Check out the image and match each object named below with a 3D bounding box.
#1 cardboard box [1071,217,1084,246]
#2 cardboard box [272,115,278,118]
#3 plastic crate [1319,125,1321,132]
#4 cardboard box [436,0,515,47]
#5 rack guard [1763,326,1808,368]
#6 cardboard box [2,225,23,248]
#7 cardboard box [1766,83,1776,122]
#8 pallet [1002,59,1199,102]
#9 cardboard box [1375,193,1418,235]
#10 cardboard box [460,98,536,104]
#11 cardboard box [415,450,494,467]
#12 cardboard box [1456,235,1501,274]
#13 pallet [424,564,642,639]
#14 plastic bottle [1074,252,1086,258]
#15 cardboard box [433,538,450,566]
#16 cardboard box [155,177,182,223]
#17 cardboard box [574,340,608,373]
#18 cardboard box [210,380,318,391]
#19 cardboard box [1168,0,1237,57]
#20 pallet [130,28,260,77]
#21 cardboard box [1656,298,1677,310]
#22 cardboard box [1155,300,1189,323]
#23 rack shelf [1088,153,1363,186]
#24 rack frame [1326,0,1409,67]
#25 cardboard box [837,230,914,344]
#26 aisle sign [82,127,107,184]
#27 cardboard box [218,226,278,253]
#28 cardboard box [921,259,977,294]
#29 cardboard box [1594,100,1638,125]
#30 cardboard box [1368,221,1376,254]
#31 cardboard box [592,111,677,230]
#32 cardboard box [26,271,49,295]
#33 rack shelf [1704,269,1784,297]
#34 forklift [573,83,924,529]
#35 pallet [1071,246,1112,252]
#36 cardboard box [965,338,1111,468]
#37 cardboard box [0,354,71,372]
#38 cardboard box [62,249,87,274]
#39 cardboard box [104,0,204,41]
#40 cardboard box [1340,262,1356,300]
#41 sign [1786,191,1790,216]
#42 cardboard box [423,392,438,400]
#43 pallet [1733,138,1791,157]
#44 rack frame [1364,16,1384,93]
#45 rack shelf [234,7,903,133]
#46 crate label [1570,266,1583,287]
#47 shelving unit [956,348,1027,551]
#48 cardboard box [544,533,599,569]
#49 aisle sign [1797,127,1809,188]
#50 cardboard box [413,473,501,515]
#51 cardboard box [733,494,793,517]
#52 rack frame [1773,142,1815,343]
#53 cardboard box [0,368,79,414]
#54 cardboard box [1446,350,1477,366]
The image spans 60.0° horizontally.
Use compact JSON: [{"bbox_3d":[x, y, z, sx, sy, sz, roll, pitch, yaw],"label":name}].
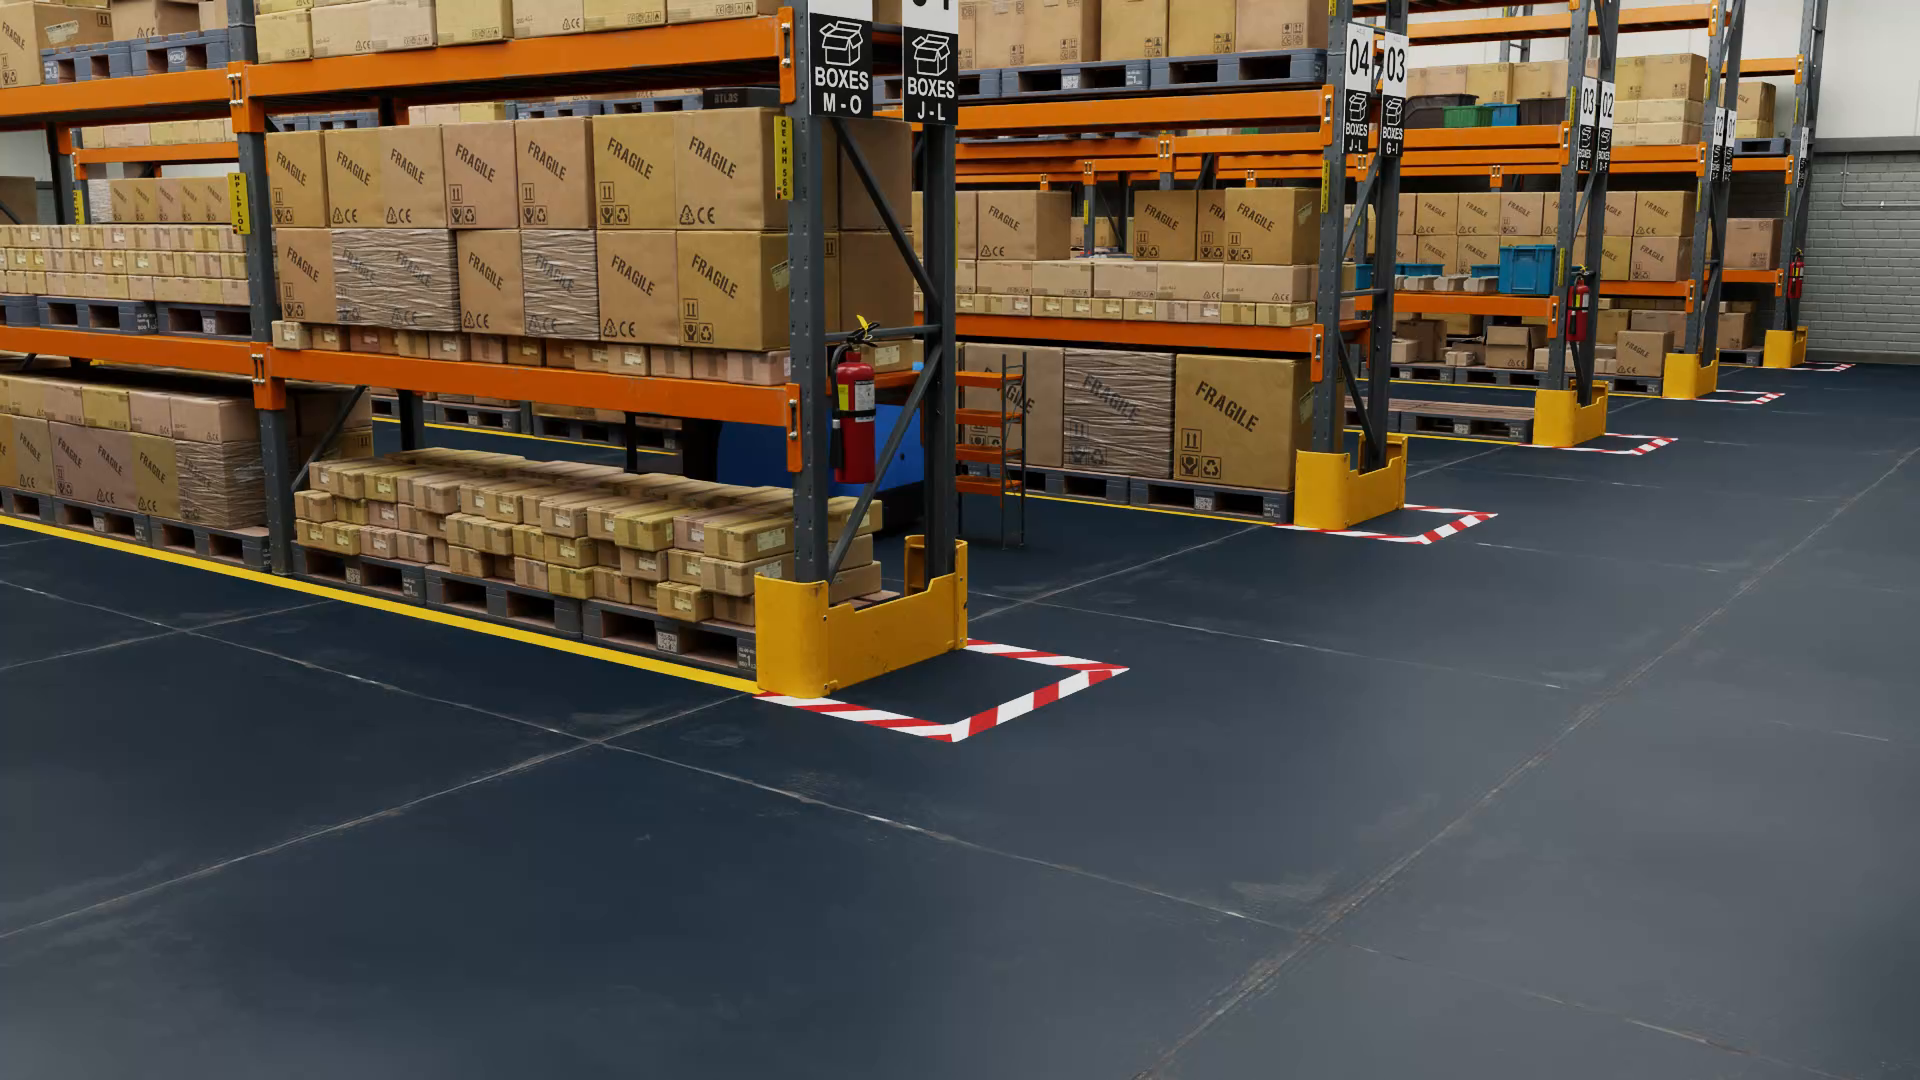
[{"bbox_3d":[2.169,-5.468,29.476,0.500,0.500,0.700,8,14,36],"label":"cardboard box"},{"bbox_3d":[-7.450,-4.578,17.742,0.250,0.149,0.380,8,14,37],"label":"cardboard box"},{"bbox_3d":[3.613,-4.108,16.663,0.466,0.136,0.293,8,13,36],"label":"plastic crate"},{"bbox_3d":[-2.133,-2.474,7.918,0.500,0.250,0.500,9,14,38],"label":"cardboard box"},{"bbox_3d":[11.470,-2.686,23.099,0.348,0.500,1.175,8,13,36],"label":"rack guard"},{"bbox_3d":[-6.139,-2.028,11.105,0.250,0.149,0.380,8,13,35],"label":"cardboard box"},{"bbox_3d":[11.005,-6.058,23.100,0.500,0.500,0.500,7,13,33],"label":"cardboard box"},{"bbox_3d":[1.063,-3.289,11.972,1.213,0.211,1.003,8,13,36],"label":"pallet"},{"bbox_3d":[5.511,-4.051,20.677,0.500,0.500,0.500,8,14,37],"label":"cardboard box"},{"bbox_3d":[-4.326,-4.323,15.503,0.500,0.500,0.500,8,14,37],"label":"cardboard box"},{"bbox_3d":[-2.916,-0.419,9.632,0.250,0.149,0.380,8,14,36],"label":"cardboard box"},{"bbox_3d":[6.364,-3.444,20.170,0.500,0.500,0.500,8,13,35],"label":"cardboard box"},{"bbox_3d":[-2.037,0.233,8.769,1.213,0.211,1.003,8,13,36],"label":"pallet"},{"bbox_3d":[1.279,-2.899,17.748,0.185,0.351,0.144,8,13,36],"label":"plastic bottle"},{"bbox_3d":[-2.566,0.036,8.846,0.250,0.149,0.380,7,13,33],"label":"cardboard box"},{"bbox_3d":[-8.750,-3.854,18.876,0.500,0.500,0.500,8,13,36],"label":"cardboard box"},{"bbox_3d":[-1.596,-0.882,7.855,0.250,0.149,0.380,7,13,33],"label":"cardboard box"},{"bbox_3d":[-4.456,-0.873,10.647,0.500,0.250,0.500,8,14,37],"label":"cardboard box"},{"bbox_3d":[1.822,-3.550,11.455,0.500,0.500,0.700,7,13,33],"label":"cardboard box"},{"bbox_3d":[-4.021,-2.809,9.751,1.003,0.211,1.213,8,13,36],"label":"pallet"},{"bbox_3d":[10.231,-3.407,24.012,0.250,0.149,0.380,8,14,36],"label":"cardboard box"},{"bbox_3d":[1.559,-1.593,11.530,0.250,0.149,0.380,8,14,37],"label":"cardboard box"},{"bbox_3d":[3.686,-4.952,22.224,4.000,0.370,1.077,8,13,36],"label":"rack shelf"},{"bbox_3d":[2.655,-4.587,10.547,0.127,3.000,1.000,8,13,36],"label":"rack frame"},{"bbox_3d":[-0.561,-1.181,7.692,0.500,0.500,0.500,9,14,38],"label":"cardboard box"},{"bbox_3d":[-10.469,-4.678,19.967,0.004,0.787,0.394,8,13,36],"label":"aisle sign"},{"bbox_3d":[-4.025,-1.733,9.581,0.250,0.149,0.380,9,14,38],"label":"cardboard box"},{"bbox_3d":[0.052,-2.014,12.654,0.500,0.250,0.500,8,13,35],"label":"cardboard box"},{"bbox_3d":[7.553,-4.877,19.023,0.500,0.250,0.500,8,13,36],"label":"cardboard box"},{"bbox_3d":[6.483,-4.753,26.103,0.500,0.500,0.500,8,14,37],"label":"cardboard box"},{"bbox_3d":[-1.287,-1.650,7.481,0.500,0.500,0.500,7,13,34],"label":"cardboard box"},{"bbox_3d":[-5.917,-1.704,10.996,0.250,0.149,0.380,9,14,38],"label":"cardboard box"},{"bbox_3d":[9.839,-3.788,24.107,4.000,0.370,1.077,8,13,36],"label":"rack shelf"},{"bbox_3d":[-1.706,-1.613,11.152,3.031,2.935,1.130,6,13,29],"label":"forklift"},{"bbox_3d":[2.309,-5.063,29.309,1.213,0.211,1.003,8,13,36],"label":"pallet"},{"bbox_3d":[0.641,-1.066,12.633,0.875,0.875,0.875,8,13,36],"label":"cardboard box"},{"bbox_3d":[-7.248,-0.977,12.499,0.750,0.750,1.050,8,13,35],"label":"cardboard box"},{"bbox_3d":[-5.501,-1.792,10.668,0.250,0.149,0.380,8,13,35],"label":"cardboard box"},{"bbox_3d":[-4.754,-3.266,10.242,0.637,0.503,0.797,8,13,35],"label":"cardboard box"},{"bbox_3d":[2.428,-1.809,11.595,0.500,0.250,0.500,8,13,34],"label":"cardboard box"},{"bbox_3d":[11.118,-4.520,22.322,0.005,0.325,0.100,8,13,36],"label":"sign"},{"bbox_3d":[-5.261,-1.725,16.971,0.500,0.500,0.700,9,14,40],"label":"cardboard box"},{"bbox_3d":[10.847,-5.427,23.022,1.213,0.211,1.003,8,13,36],"label":"pallet"},{"bbox_3d":[5.298,-6.553,20.709,0.127,3.000,1.000,8,13,36],"label":"rack frame"},{"bbox_3d":[-1.974,-2.238,8.196,4.000,0.370,1.077,8,13,36],"label":"rack shelf"},{"bbox_3d":[5.583,-2.425,15.450,0.303,0.233,0.416,8,13,36],"label":"crate label"},{"bbox_3d":[0.133,-0.570,10.320,0.503,1.200,0.258,8,13,36],"label":"shelving unit"},{"bbox_3d":[-1.802,0.024,8.125,0.250,0.149,0.380,8,14,36],"label":"cardboard box"},{"bbox_3d":[11.331,-5.139,22.350,0.004,0.787,0.394,8,13,36],"label":"aisle sign"},{"bbox_3d":[-2.631,-0.243,8.724,0.250,0.149,0.380,8,14,37],"label":"cardboard box"},{"bbox_3d":[-0.877,-0.116,8.063,0.250,0.149,0.380,8,14,37],"label":"cardboard box"},{"bbox_3d":[11.451,-3.916,22.876,0.127,3.000,1.000,8,13,36],"label":"rack frame"},{"bbox_3d":[-6.398,-1.025,11.434,0.500,0.250,0.500,7,13,33],"label":"cardboard box"},{"bbox_3d":[6.211,-2.256,20.596,0.250,0.166,0.380,8,13,36],"label":"cardboard box"}]
